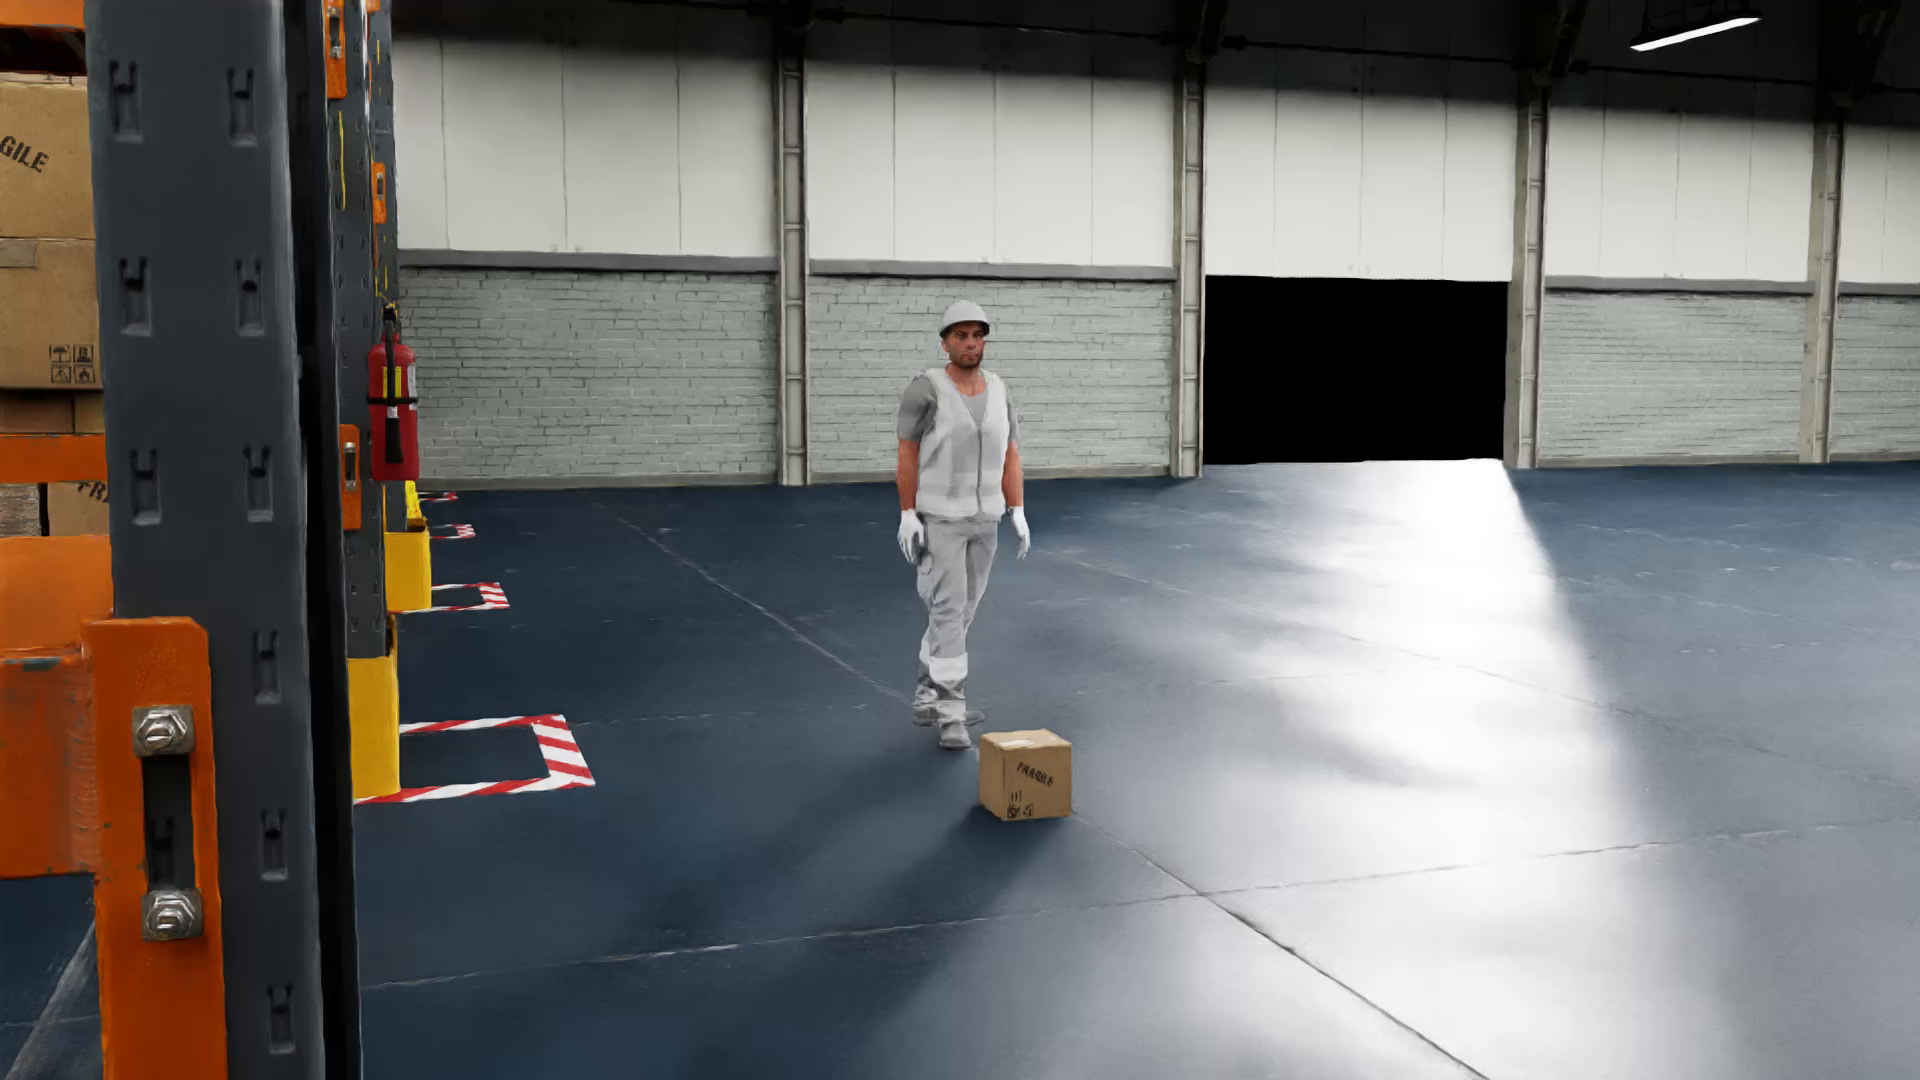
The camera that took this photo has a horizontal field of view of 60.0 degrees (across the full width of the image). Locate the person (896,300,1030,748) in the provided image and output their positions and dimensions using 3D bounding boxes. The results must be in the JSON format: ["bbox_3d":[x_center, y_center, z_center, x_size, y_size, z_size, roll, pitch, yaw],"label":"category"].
[{"bbox_3d":[-0.009,-0.076,6.790,0.546,1.792,0.485,-4,7,-37],"label":"person"}]
